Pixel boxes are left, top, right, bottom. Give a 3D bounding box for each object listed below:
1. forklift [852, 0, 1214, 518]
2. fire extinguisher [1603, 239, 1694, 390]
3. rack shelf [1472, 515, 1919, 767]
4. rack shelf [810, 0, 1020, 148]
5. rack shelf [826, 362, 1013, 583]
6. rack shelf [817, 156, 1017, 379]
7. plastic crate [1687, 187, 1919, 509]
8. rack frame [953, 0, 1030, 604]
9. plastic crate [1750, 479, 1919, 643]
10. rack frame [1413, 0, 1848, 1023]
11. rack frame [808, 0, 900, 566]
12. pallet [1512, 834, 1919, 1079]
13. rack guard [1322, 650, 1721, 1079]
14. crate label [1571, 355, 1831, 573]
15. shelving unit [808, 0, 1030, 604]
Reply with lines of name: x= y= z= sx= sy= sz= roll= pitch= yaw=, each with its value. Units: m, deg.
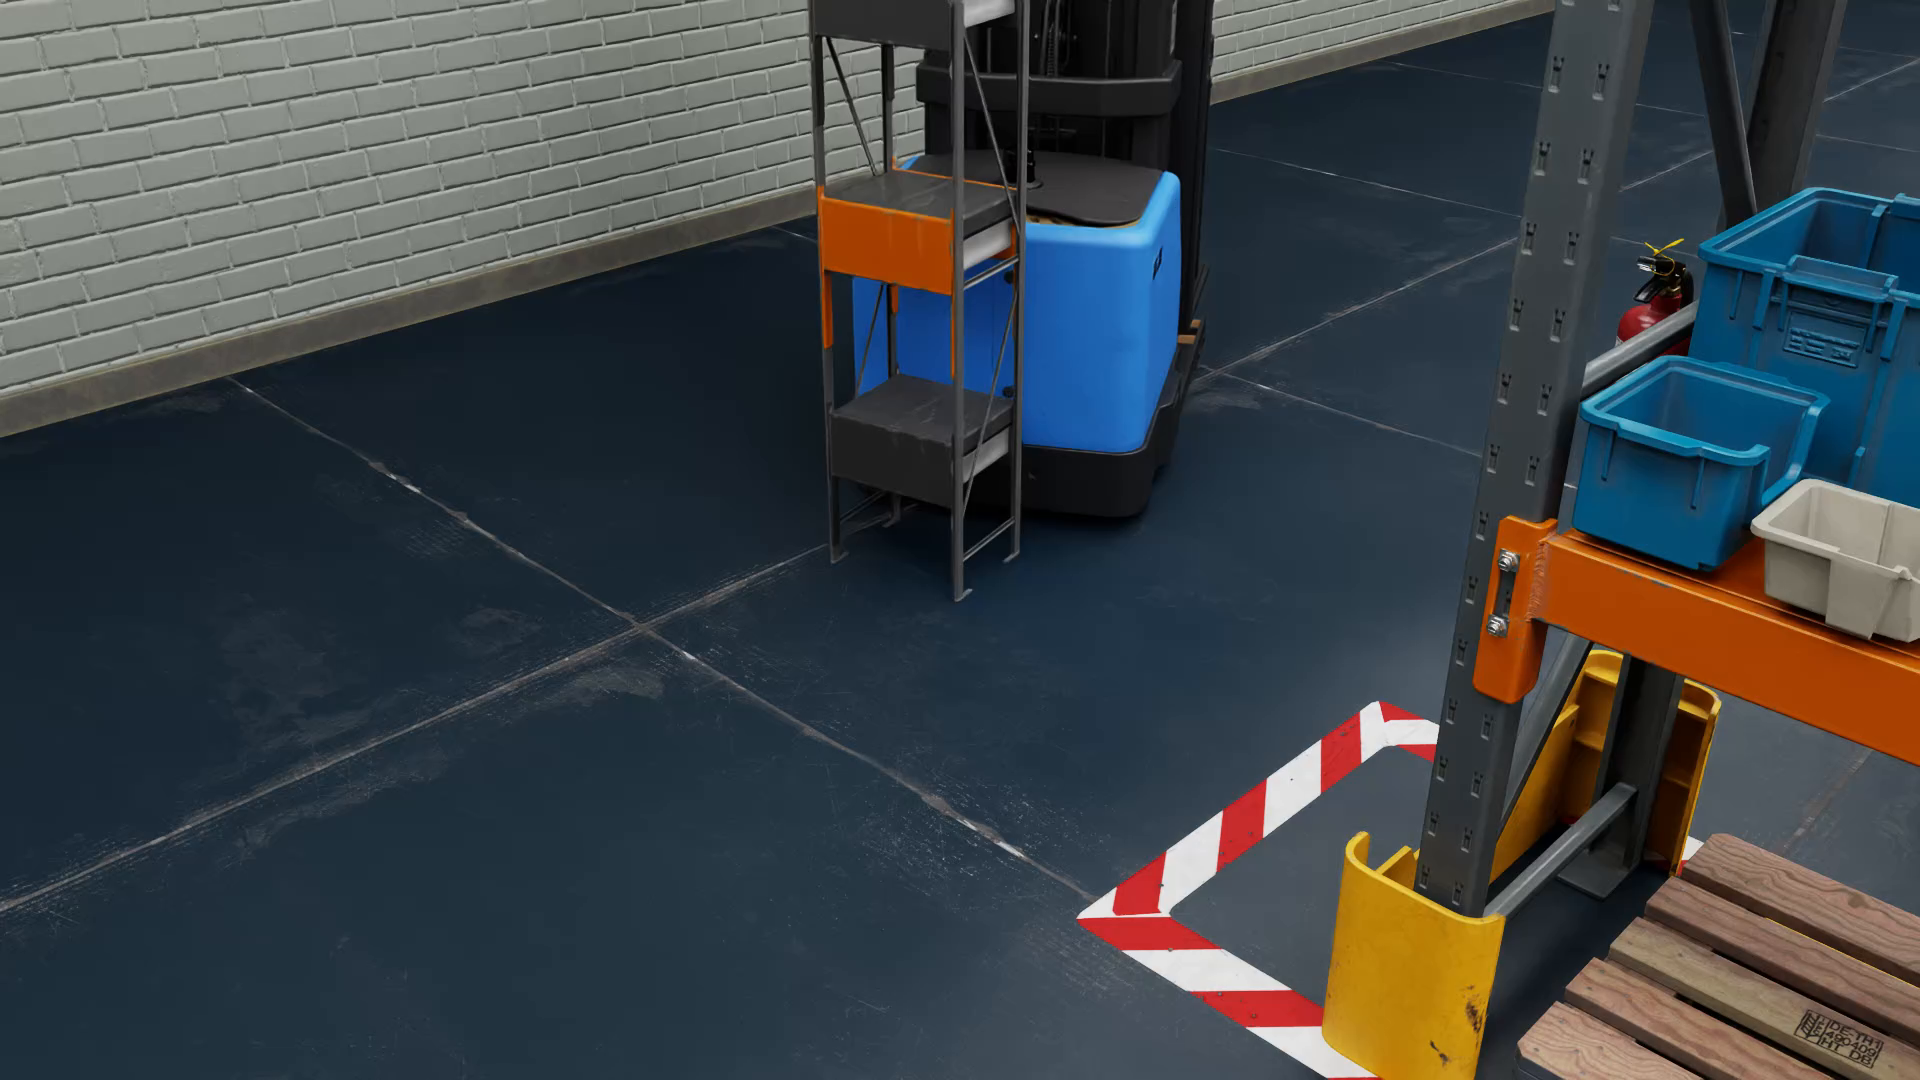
forklift: x=0.459 y=-2.042 z=6.484 sx=1.130 sy=2.935 sz=3.031 roll=6 pitch=28 yaw=12
fire extinguisher: x=1.542 y=-0.370 z=3.715 sx=0.183 sy=0.674 sz=0.296 roll=25 pitch=36 yaw=38
rack shelf: x=2.757 y=0.602 z=2.156 sx=4.000 sy=0.370 sz=1.077 roll=25 pitch=36 yaw=38
rack shelf: x=-0.116 y=-1.471 z=4.817 sx=0.480 sy=0.518 sz=0.431 roll=16 pitch=32 yaw=28
rack shelf: x=-0.116 y=-0.232 z=5.469 sx=0.480 sy=0.518 sz=0.431 roll=16 pitch=32 yaw=28
rack shelf: x=-0.116 y=-0.852 z=5.143 sx=0.480 sy=0.518 sz=0.431 roll=16 pitch=32 yaw=28
plastic crate: x=1.701 y=-0.364 z=3.118 sx=0.499 sy=0.435 sz=0.616 roll=25 pitch=36 yaw=38
rack frame: x=0.092 y=-0.804 z=5.023 sx=0.015 sy=2.100 sz=0.400 roll=16 pitch=32 yaw=28
plastic crate: x=1.447 y=0.043 z=2.665 sx=0.298 sy=0.136 sz=0.250 roll=25 pitch=36 yaw=38
rack frame: x=1.331 y=-0.369 z=3.230 sx=0.127 sy=3.000 sz=1.000 roll=25 pitch=36 yaw=38
rack frame: x=-0.323 y=-0.923 z=5.250 sx=0.015 sy=2.100 sz=0.400 roll=16 pitch=32 yaw=28
pallet: x=1.892 y=1.147 z=3.342 sx=1.213 sy=0.211 sz=1.003 roll=25 pitch=36 yaw=38
rack guard: x=1.305 y=0.733 z=3.818 sx=0.348 sy=0.500 sz=1.175 roll=25 pitch=36 yaw=38
crate label: x=1.276 y=-0.132 z=2.894 sx=0.303 sy=0.233 sz=0.416 roll=25 pitch=36 yaw=38
shelving unit: x=-0.116 y=-0.864 z=5.136 sx=0.503 sy=2.100 sz=0.431 roll=16 pitch=32 yaw=28
